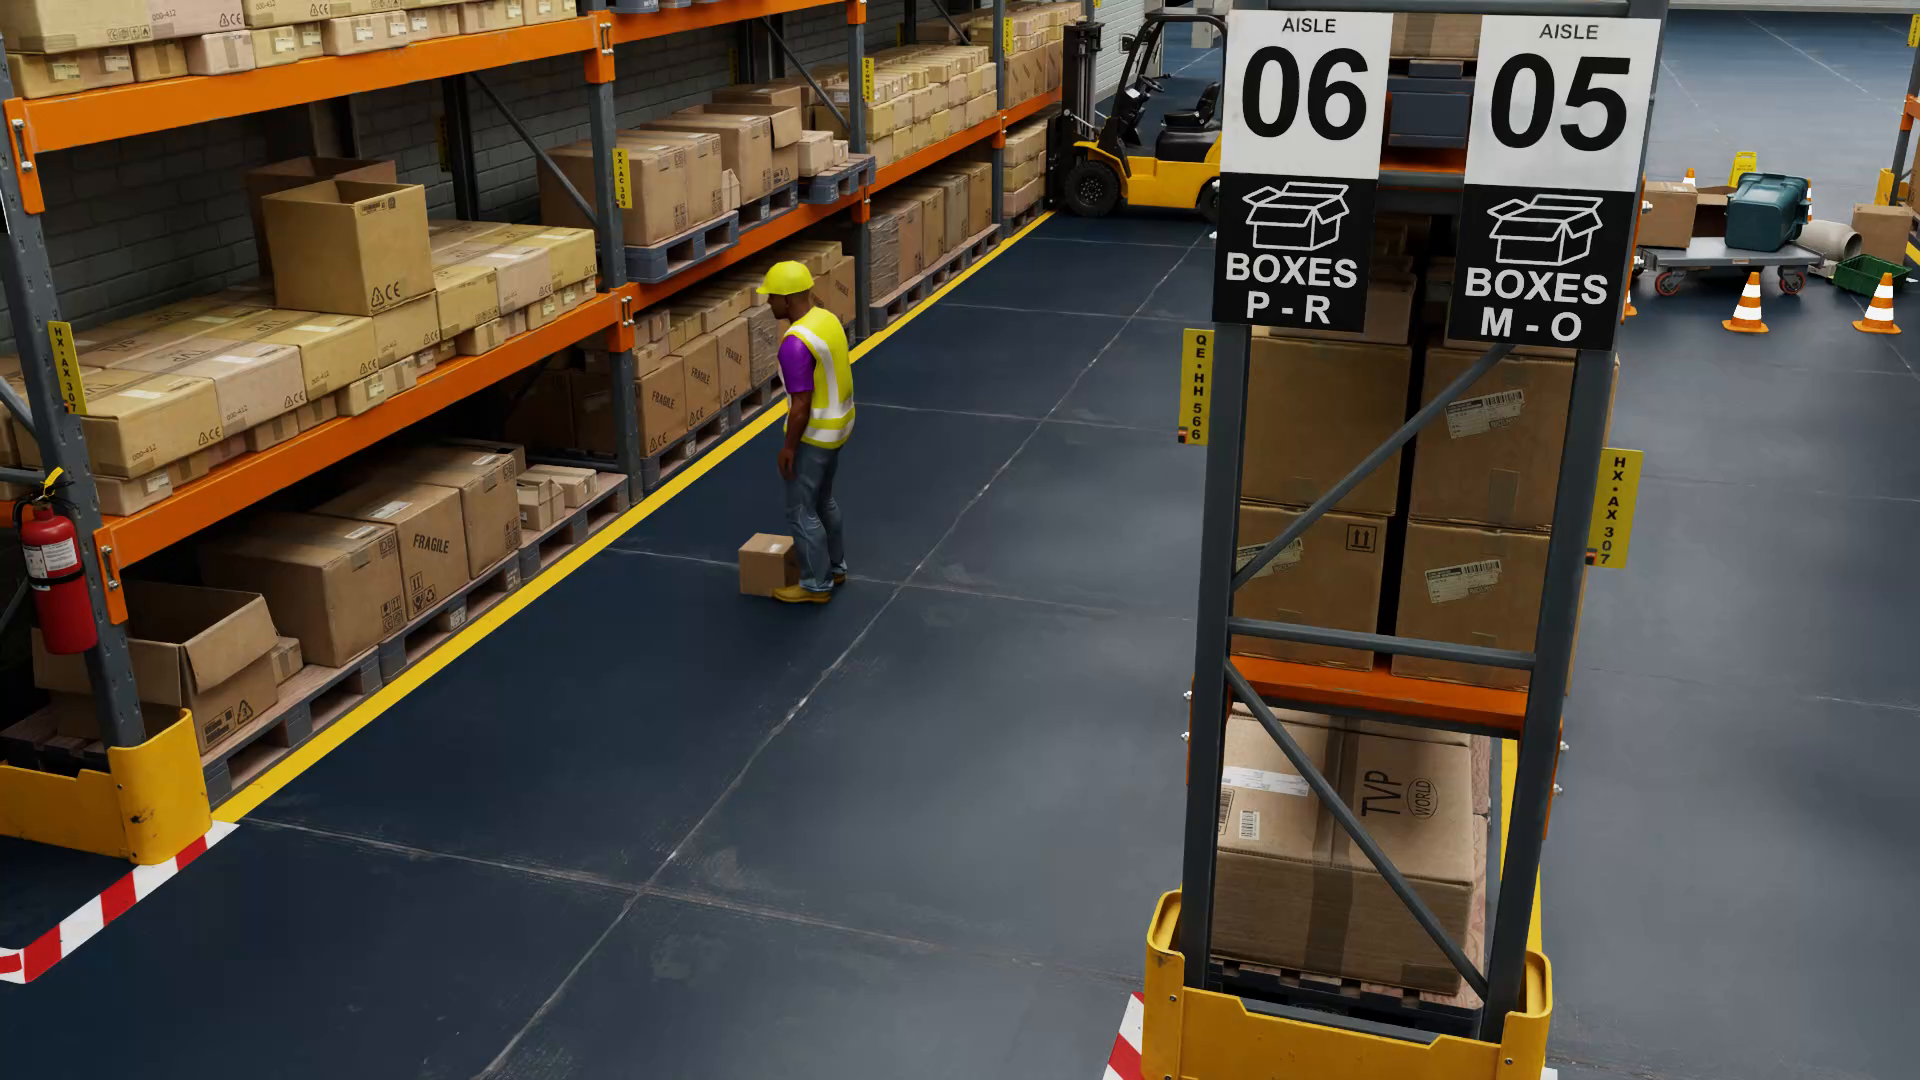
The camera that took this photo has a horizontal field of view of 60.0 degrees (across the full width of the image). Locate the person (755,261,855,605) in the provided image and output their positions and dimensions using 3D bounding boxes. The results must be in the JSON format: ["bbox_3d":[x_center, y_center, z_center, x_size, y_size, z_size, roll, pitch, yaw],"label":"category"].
[{"bbox_3d":[-0.773,-0.543,8.421,0.463,1.759,0.625,5,22,13],"label":"person"}]
